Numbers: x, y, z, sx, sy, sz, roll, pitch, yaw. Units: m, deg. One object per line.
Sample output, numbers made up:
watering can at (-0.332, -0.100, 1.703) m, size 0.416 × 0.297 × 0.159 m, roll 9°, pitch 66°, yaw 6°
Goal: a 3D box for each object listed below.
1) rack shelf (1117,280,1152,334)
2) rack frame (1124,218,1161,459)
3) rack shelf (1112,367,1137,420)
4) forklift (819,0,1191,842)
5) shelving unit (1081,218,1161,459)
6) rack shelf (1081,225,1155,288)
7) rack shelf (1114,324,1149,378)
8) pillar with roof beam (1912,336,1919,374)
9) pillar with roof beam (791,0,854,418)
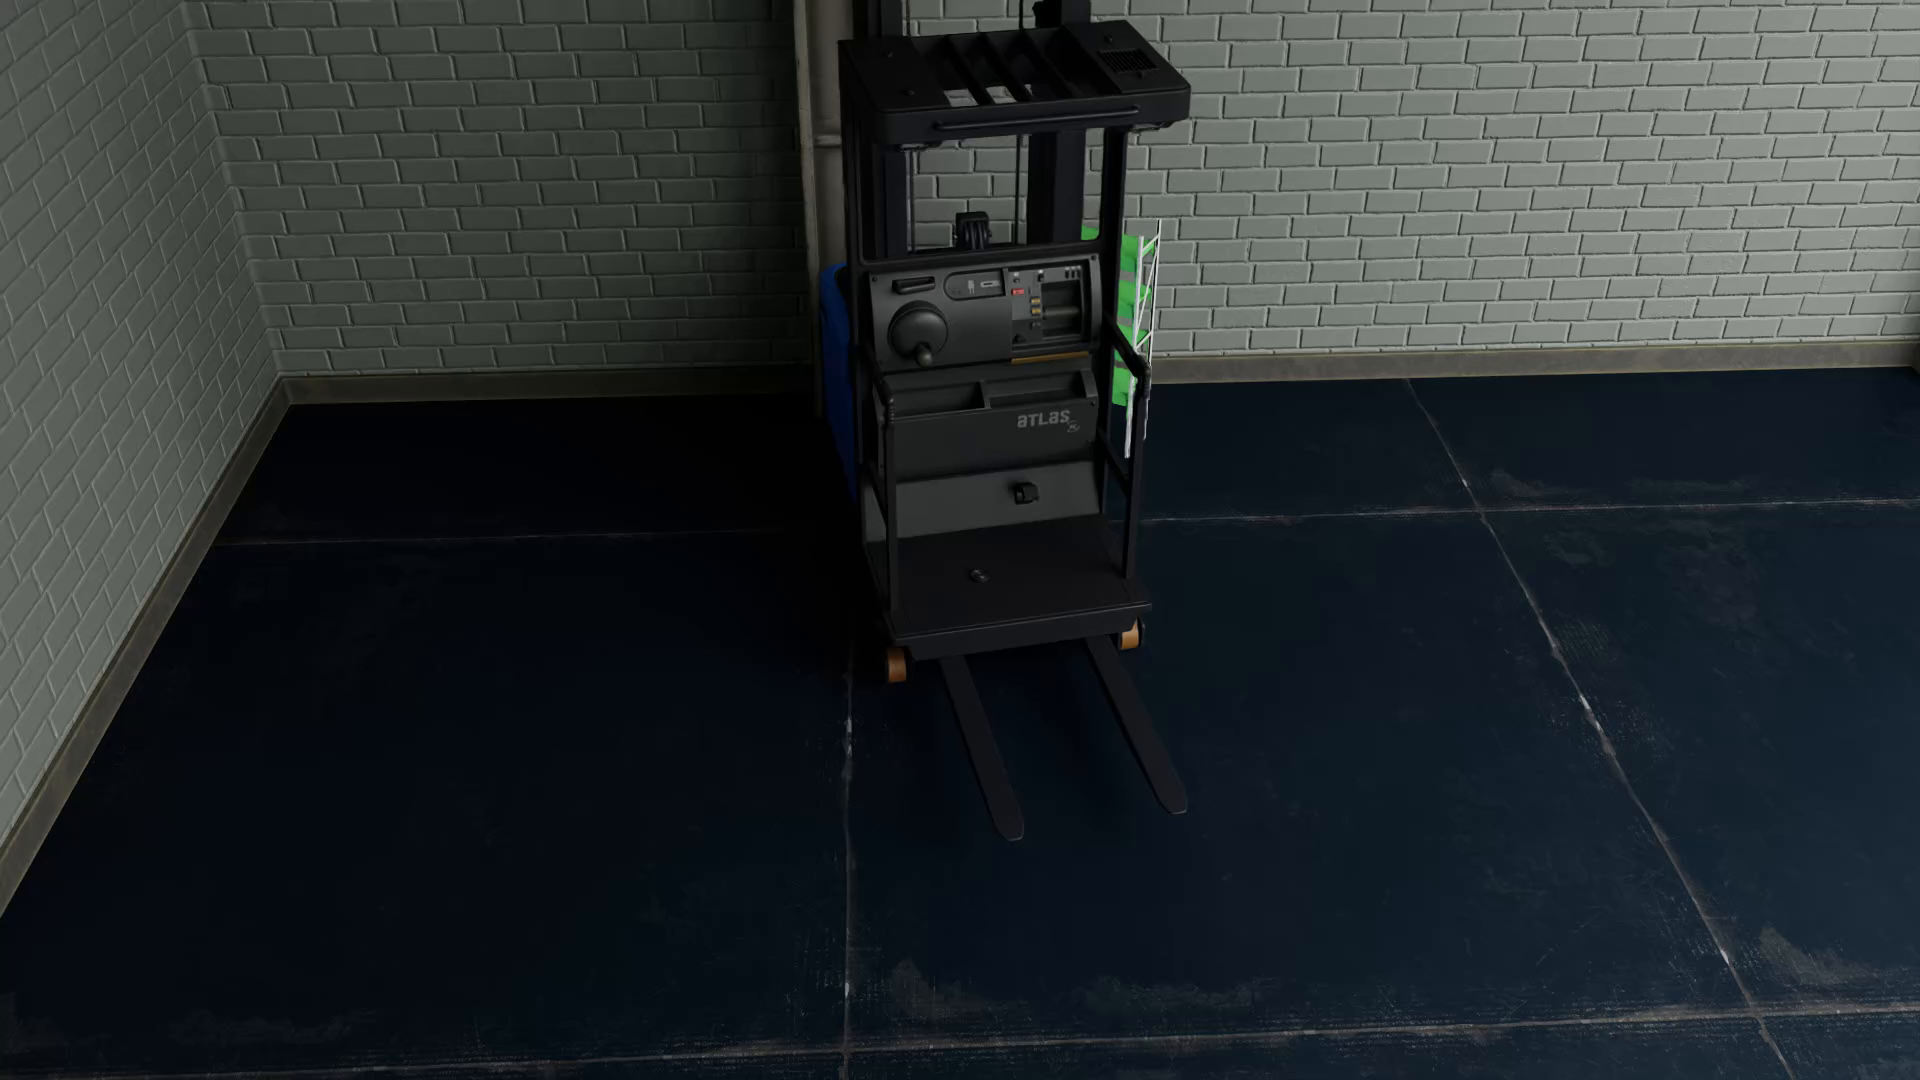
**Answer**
rack shelf at (0.671, -1.172, 8.079) m, size 0.480 × 0.148 × 0.258 m, roll 17°, pitch 38°, yaw 23°
rack frame at (0.887, -0.962, 8.086) m, size 0.015 × 1.200 × 0.240 m, roll 17°, pitch 38°, yaw 23°
rack shelf at (0.671, -0.777, 8.352) m, size 0.480 × 0.148 × 0.258 m, roll 17°, pitch 38°, yaw 23°
forklift at (0.155, -0.848, 6.400) m, size 1.130 × 2.935 × 3.031 m, roll -7°, pitch 35°, yaw -10°
shelving unit at (0.671, -1.027, 8.179) m, size 0.503 × 1.200 × 0.258 m, roll 17°, pitch 38°, yaw 23°
rack shelf at (0.671, -1.369, 7.943) m, size 0.480 × 0.148 × 0.258 m, roll 17°, pitch 38°, yaw 23°
rack shelf at (0.671, -0.974, 8.216) m, size 0.480 × 0.148 × 0.258 m, roll 17°, pitch 38°, yaw 23°
pillar with roof beam at (5.633, -2.145, 2.942) m, size 0.400 × 9.000 × 9.100 m, roll -2°, pitch 35°, yaw -2°
pillar with roof beam at (-0.360, -1.984, 2.709) m, size 0.400 × 9.000 × 9.100 m, roll -2°, pitch 35°, yaw -2°
